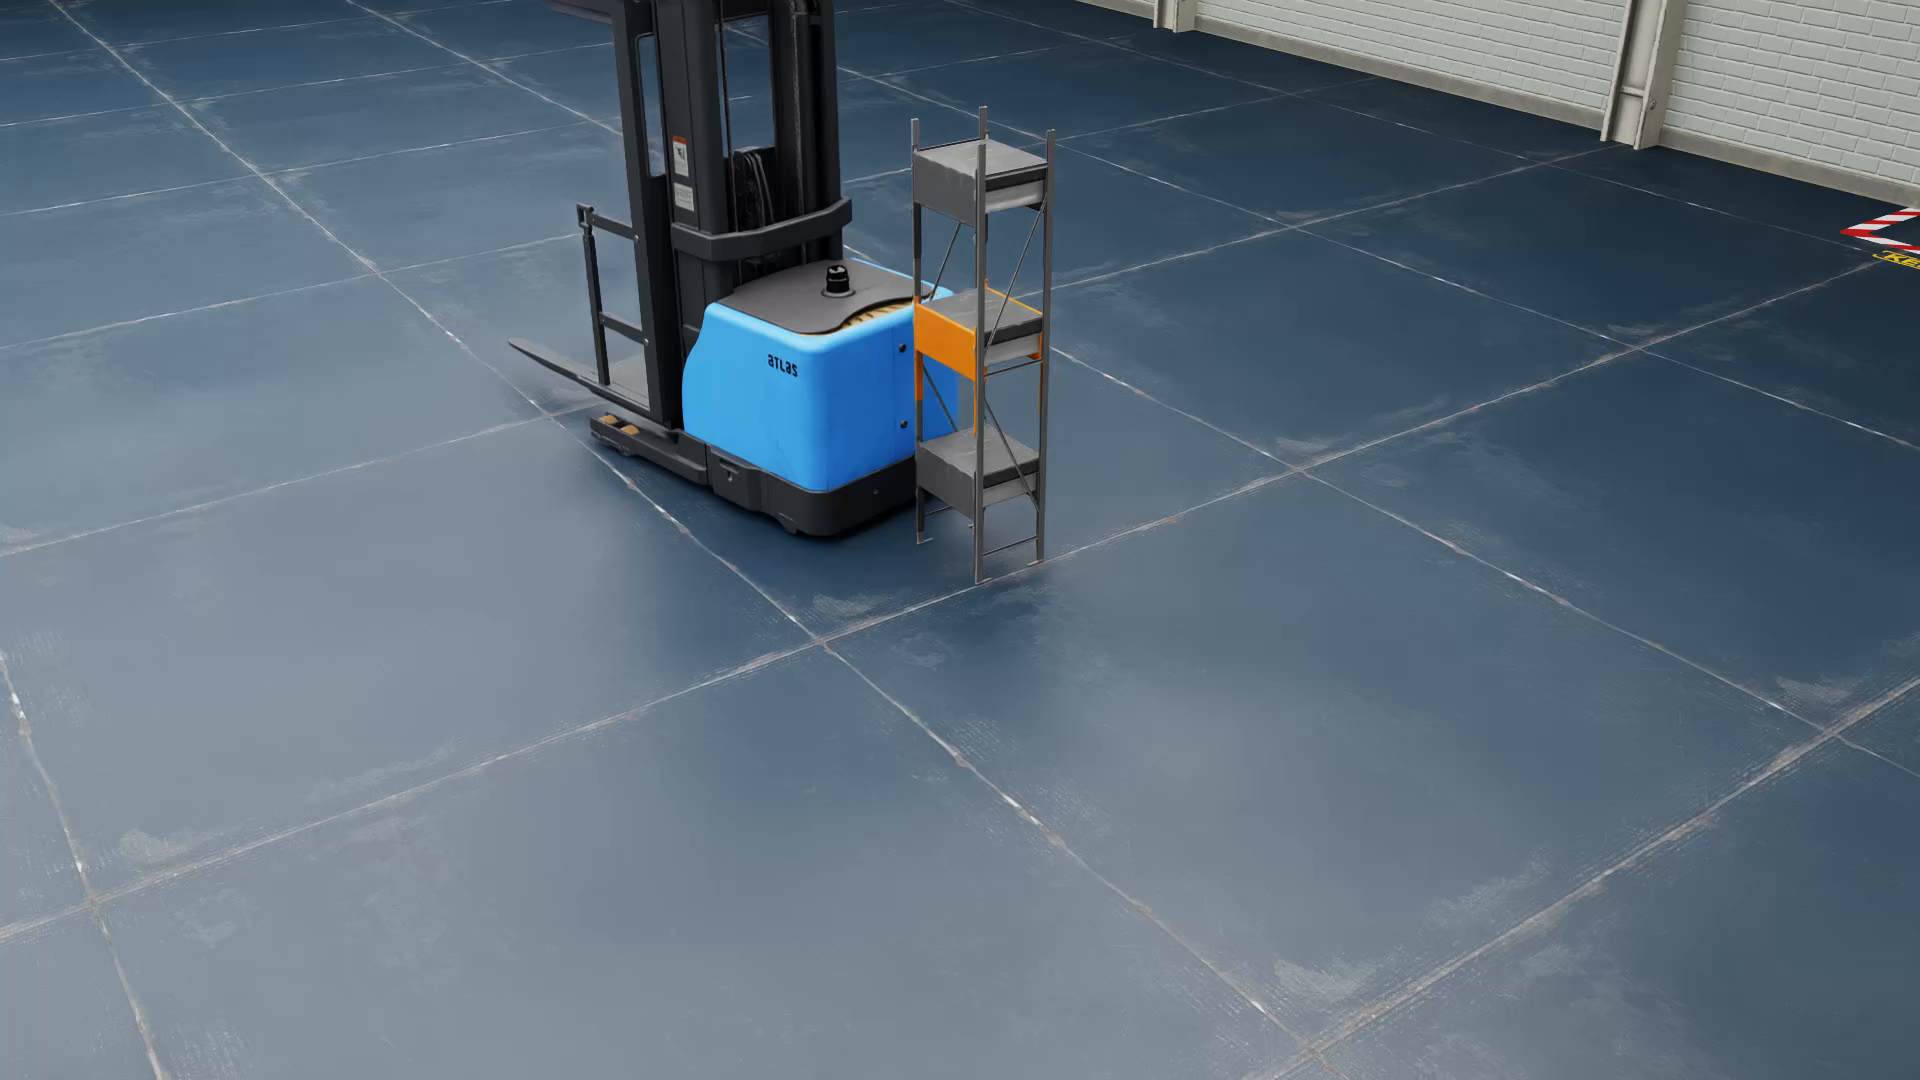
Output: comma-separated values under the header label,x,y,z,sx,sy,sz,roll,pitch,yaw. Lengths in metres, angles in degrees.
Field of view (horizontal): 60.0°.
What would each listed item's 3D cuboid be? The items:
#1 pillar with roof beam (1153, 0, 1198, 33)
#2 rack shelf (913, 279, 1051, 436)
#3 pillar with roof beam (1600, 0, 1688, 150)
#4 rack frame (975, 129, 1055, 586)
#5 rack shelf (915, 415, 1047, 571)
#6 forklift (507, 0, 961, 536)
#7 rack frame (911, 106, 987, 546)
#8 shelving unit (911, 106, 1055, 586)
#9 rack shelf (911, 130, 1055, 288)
label,x,y,z,sx,sy,sz,roll,pitch,yaw
pillar with roof beam,-1.050,-8.624,14.701,9.100,9.000,0.400,-19,34,-31
rack shelf,0.096,-0.846,7.637,0.431,0.518,0.480,-19,34,-31
pillar with roof beam,2.431,-6.292,10.406,9.100,9.000,0.400,-19,34,-31
rack frame,0.238,-0.763,7.456,0.400,2.100,0.015,-19,34,-31
rack shelf,0.096,-0.231,7.971,0.431,0.518,0.480,-19,34,-31
forklift,-1.402,-1.904,8.685,3.031,2.935,1.130,25,37,38
rack frame,-0.046,-0.953,7.805,0.400,2.100,0.015,-19,34,-31
shelving unit,0.096,-0.858,7.630,0.431,2.100,0.503,-19,34,-31
rack shelf,0.096,-1.461,7.303,0.431,0.518,0.480,-19,34,-31
